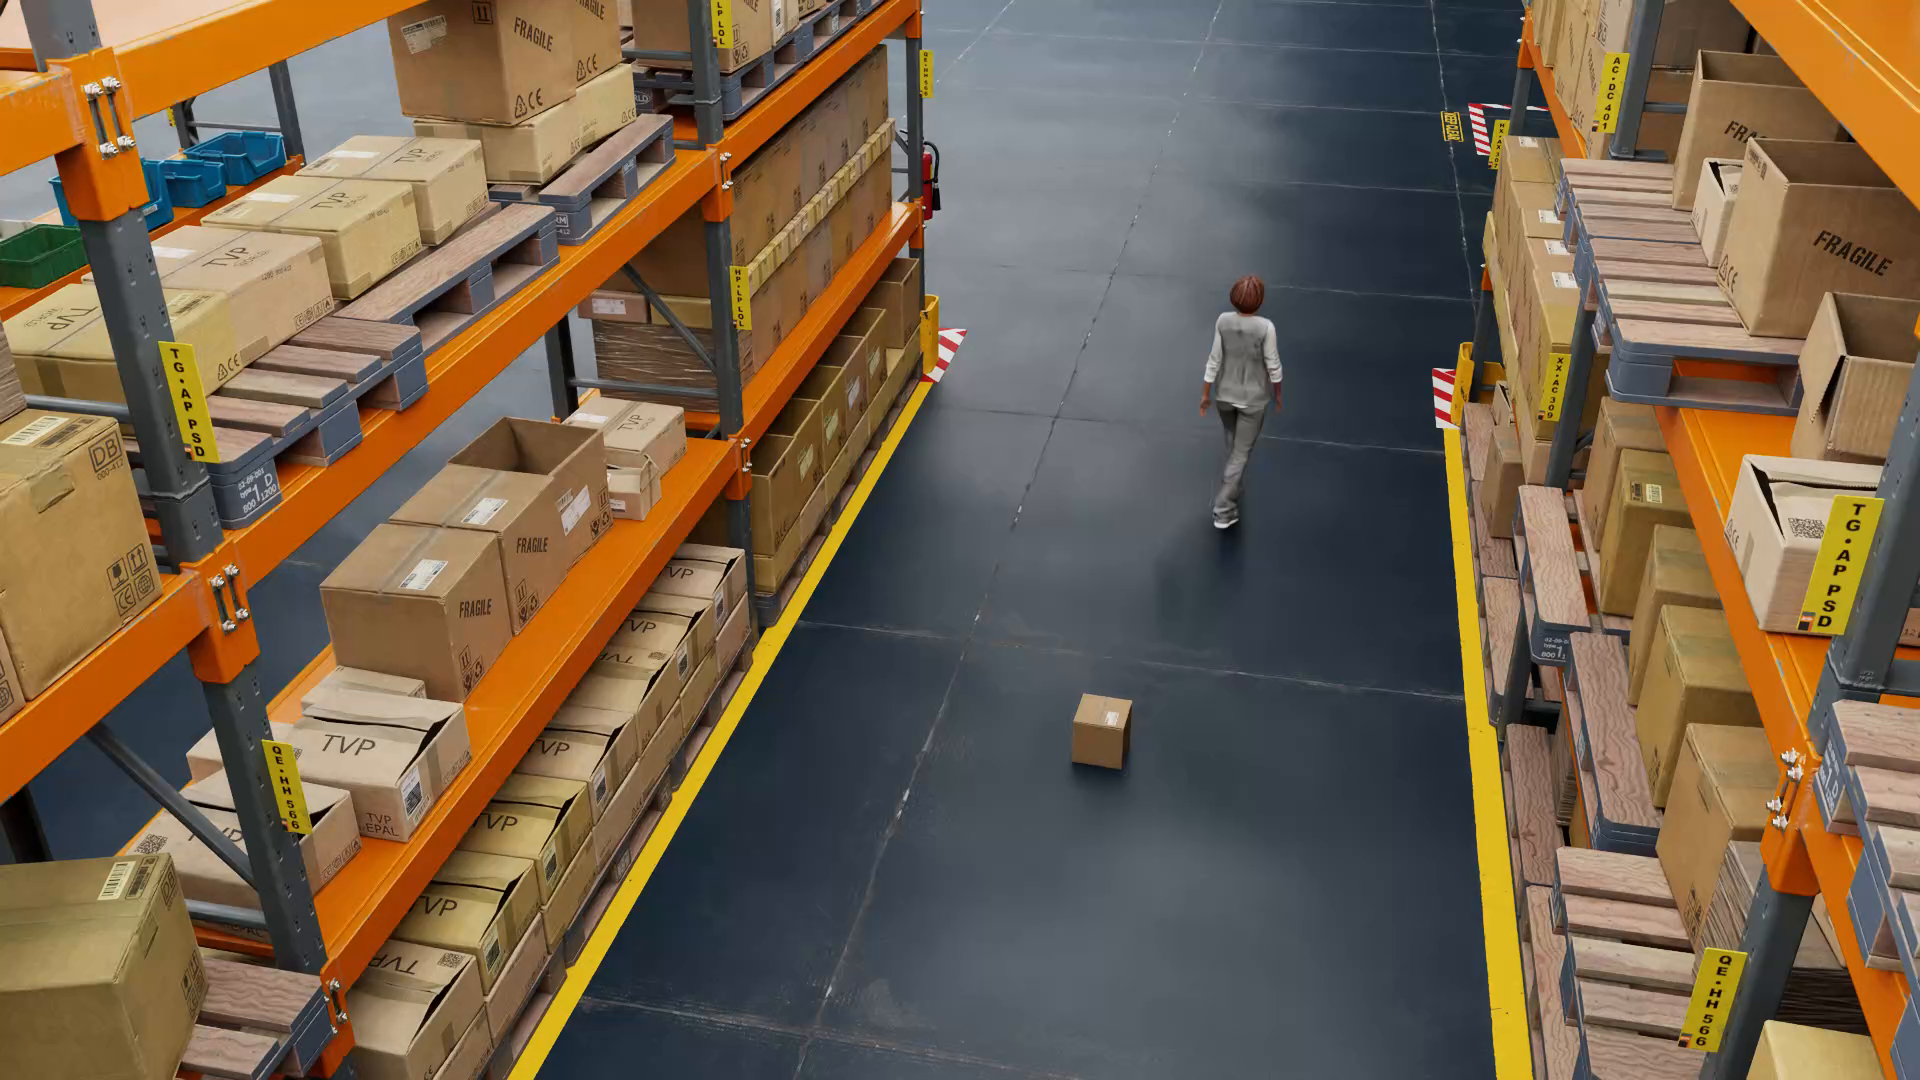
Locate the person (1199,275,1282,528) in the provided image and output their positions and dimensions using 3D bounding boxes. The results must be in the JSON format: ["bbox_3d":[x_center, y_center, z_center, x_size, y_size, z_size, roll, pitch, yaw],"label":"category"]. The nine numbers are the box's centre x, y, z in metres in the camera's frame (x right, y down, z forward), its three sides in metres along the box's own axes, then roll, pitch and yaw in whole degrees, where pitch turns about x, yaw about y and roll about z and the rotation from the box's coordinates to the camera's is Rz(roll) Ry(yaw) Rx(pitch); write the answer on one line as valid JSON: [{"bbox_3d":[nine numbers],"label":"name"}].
[{"bbox_3d":[1.748,-0.876,10.182,0.449,1.607,0.755,17,34,28],"label":"person"}]
